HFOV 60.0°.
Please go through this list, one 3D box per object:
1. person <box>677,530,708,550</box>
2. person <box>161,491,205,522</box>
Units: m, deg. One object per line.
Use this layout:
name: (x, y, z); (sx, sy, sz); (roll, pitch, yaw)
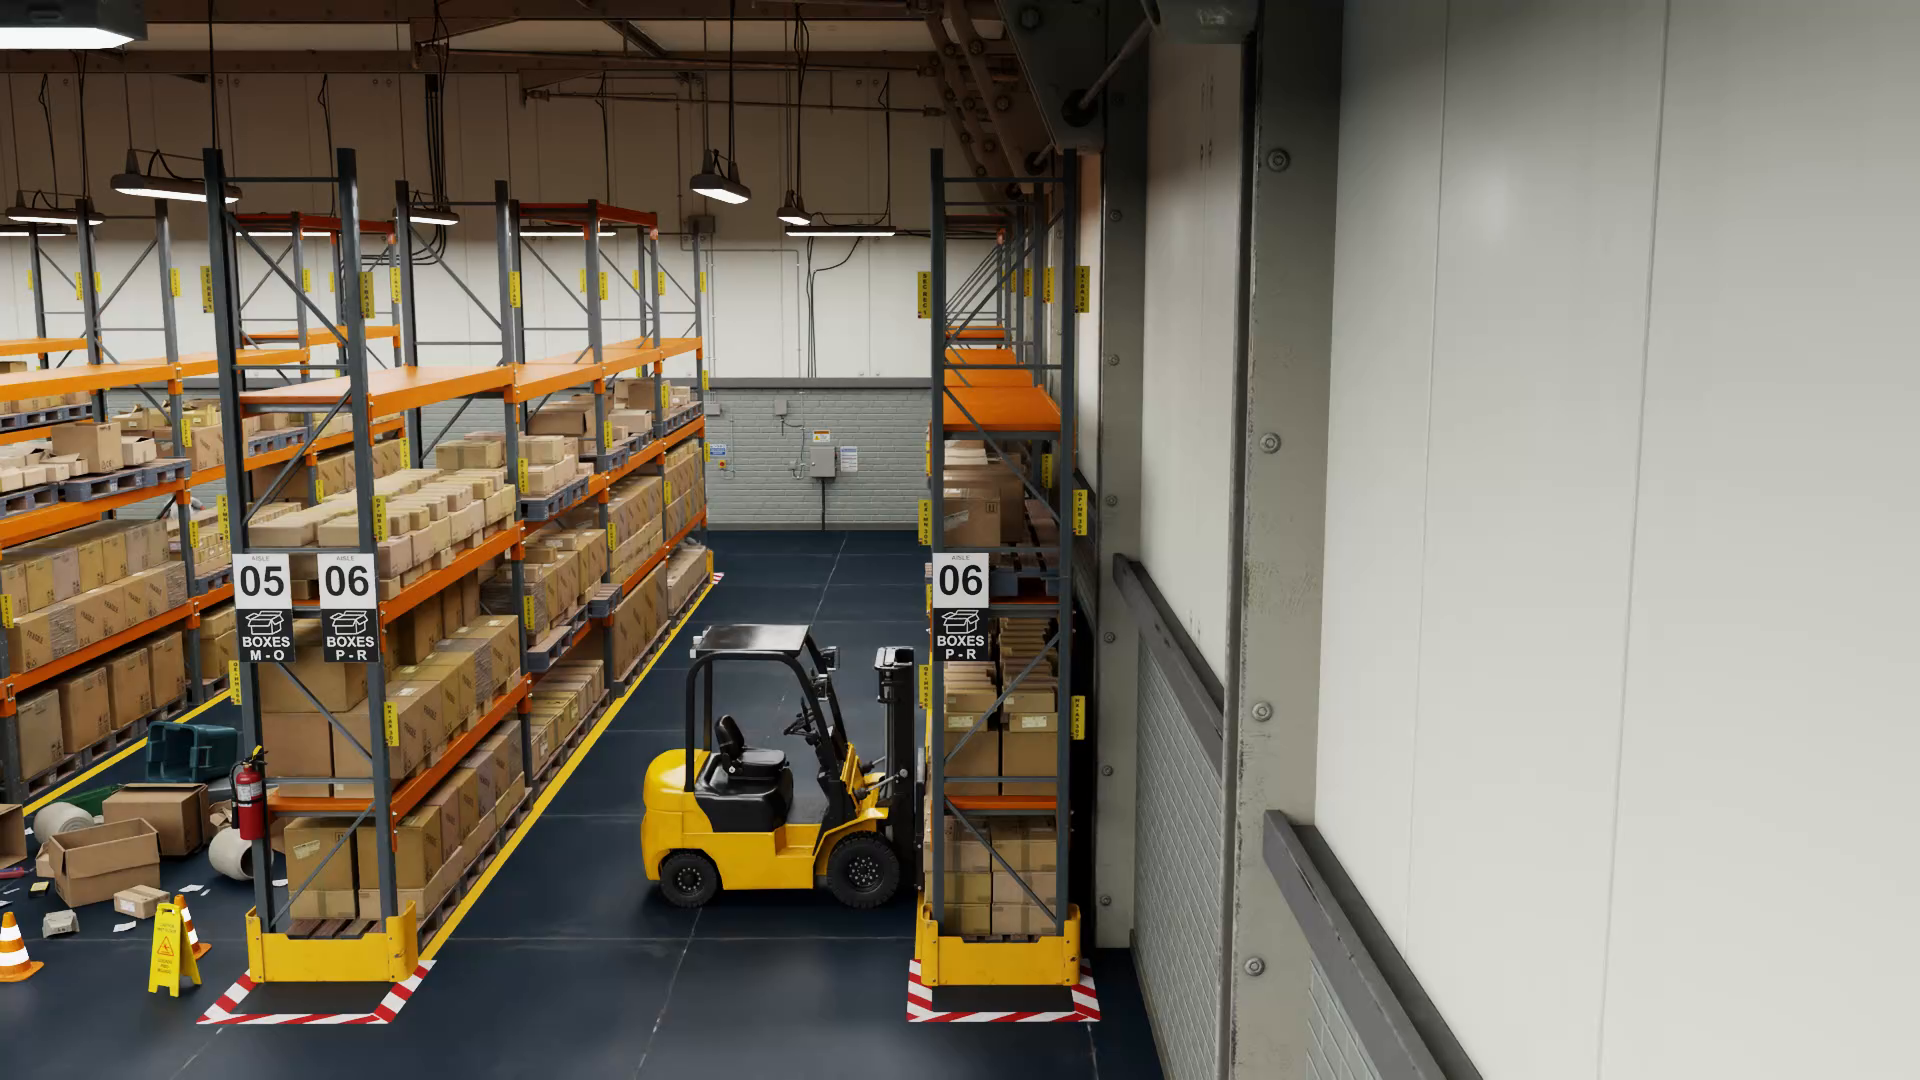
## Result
person: (-4.768, -0.344, 29.235); (0.573, 1.708, 0.750); (1, 9, 8)
person: (-12.975, -0.133, 27.837); (0.707, 1.708, 0.580); (-3, 10, -18)
